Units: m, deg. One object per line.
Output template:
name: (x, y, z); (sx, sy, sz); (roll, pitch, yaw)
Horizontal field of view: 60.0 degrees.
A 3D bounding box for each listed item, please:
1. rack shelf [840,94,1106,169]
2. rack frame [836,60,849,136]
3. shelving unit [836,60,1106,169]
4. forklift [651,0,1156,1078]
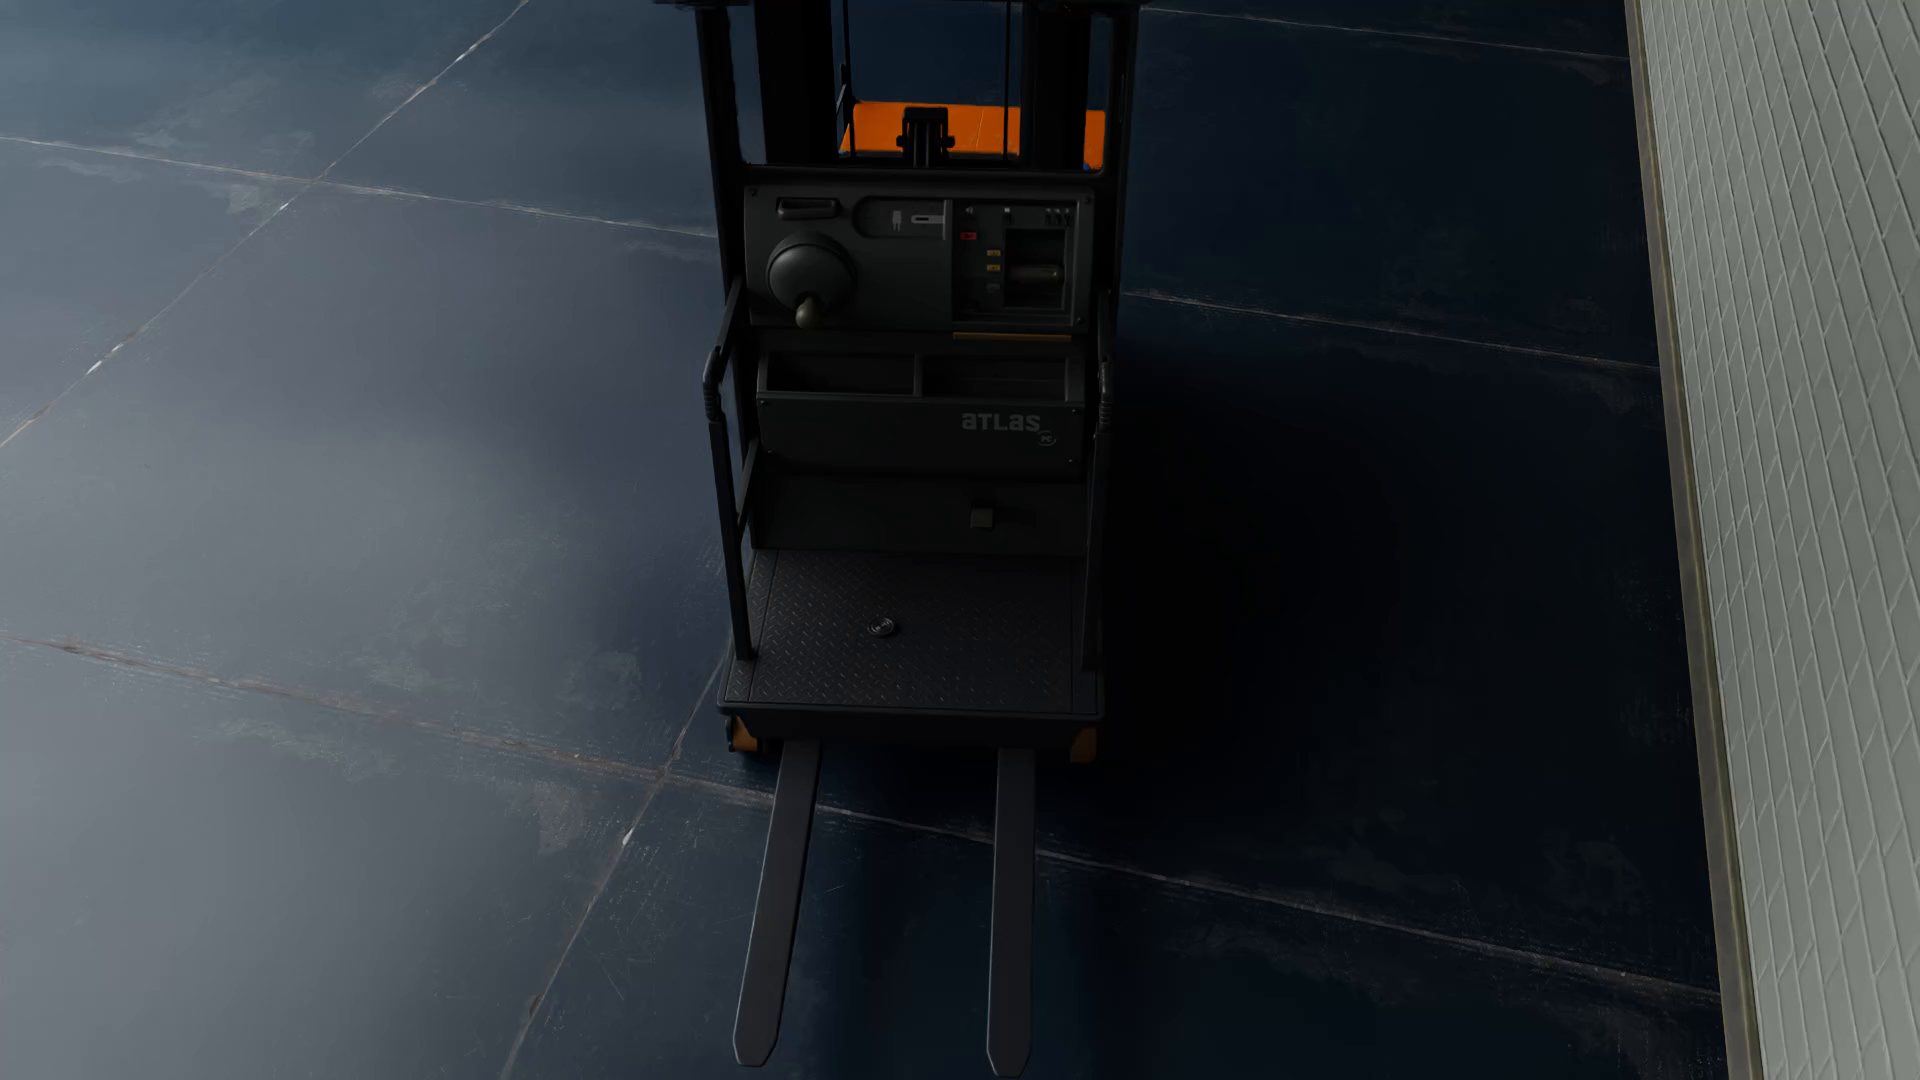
rack shelf: (0.066, -1.359, 6.035); (1.000, 0.278, 0.538); (3, 40, 4)
rack frame: (-0.441, -1.164, 6.258); (0.032, 1.125, 0.500); (3, 40, 4)
shelving unit: (0.066, -1.134, 6.222); (1.048, 1.125, 0.538); (3, 40, 4)
forklift: (-0.118, -0.674, 4.274); (1.130, 2.935, 3.031); (2, 40, 2)
